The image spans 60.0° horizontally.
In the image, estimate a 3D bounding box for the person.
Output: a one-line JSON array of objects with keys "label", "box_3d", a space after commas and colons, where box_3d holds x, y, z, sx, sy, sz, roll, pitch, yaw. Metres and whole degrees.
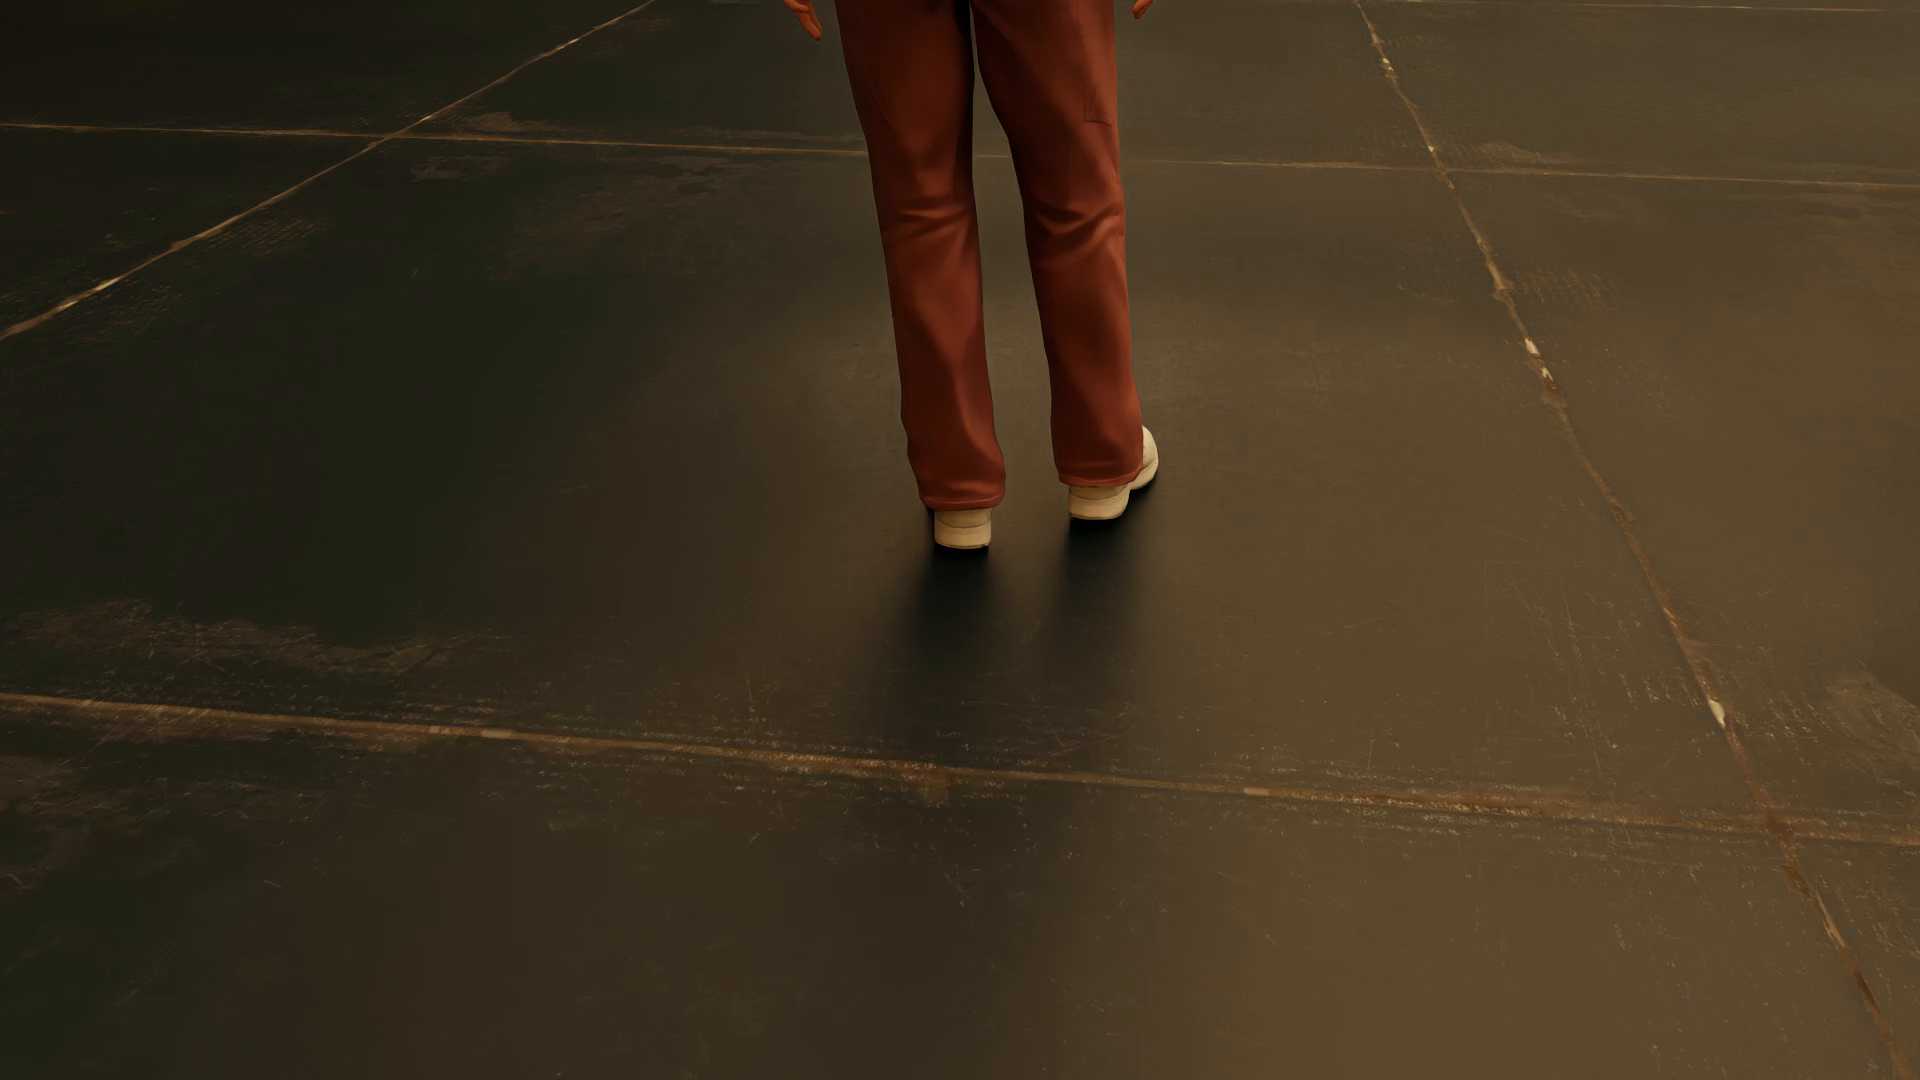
[{"label": "person", "box_3d": [0.021, -0.788, 2.187, 0.553, 1.675, 0.549, 3, 27, 7]}]
